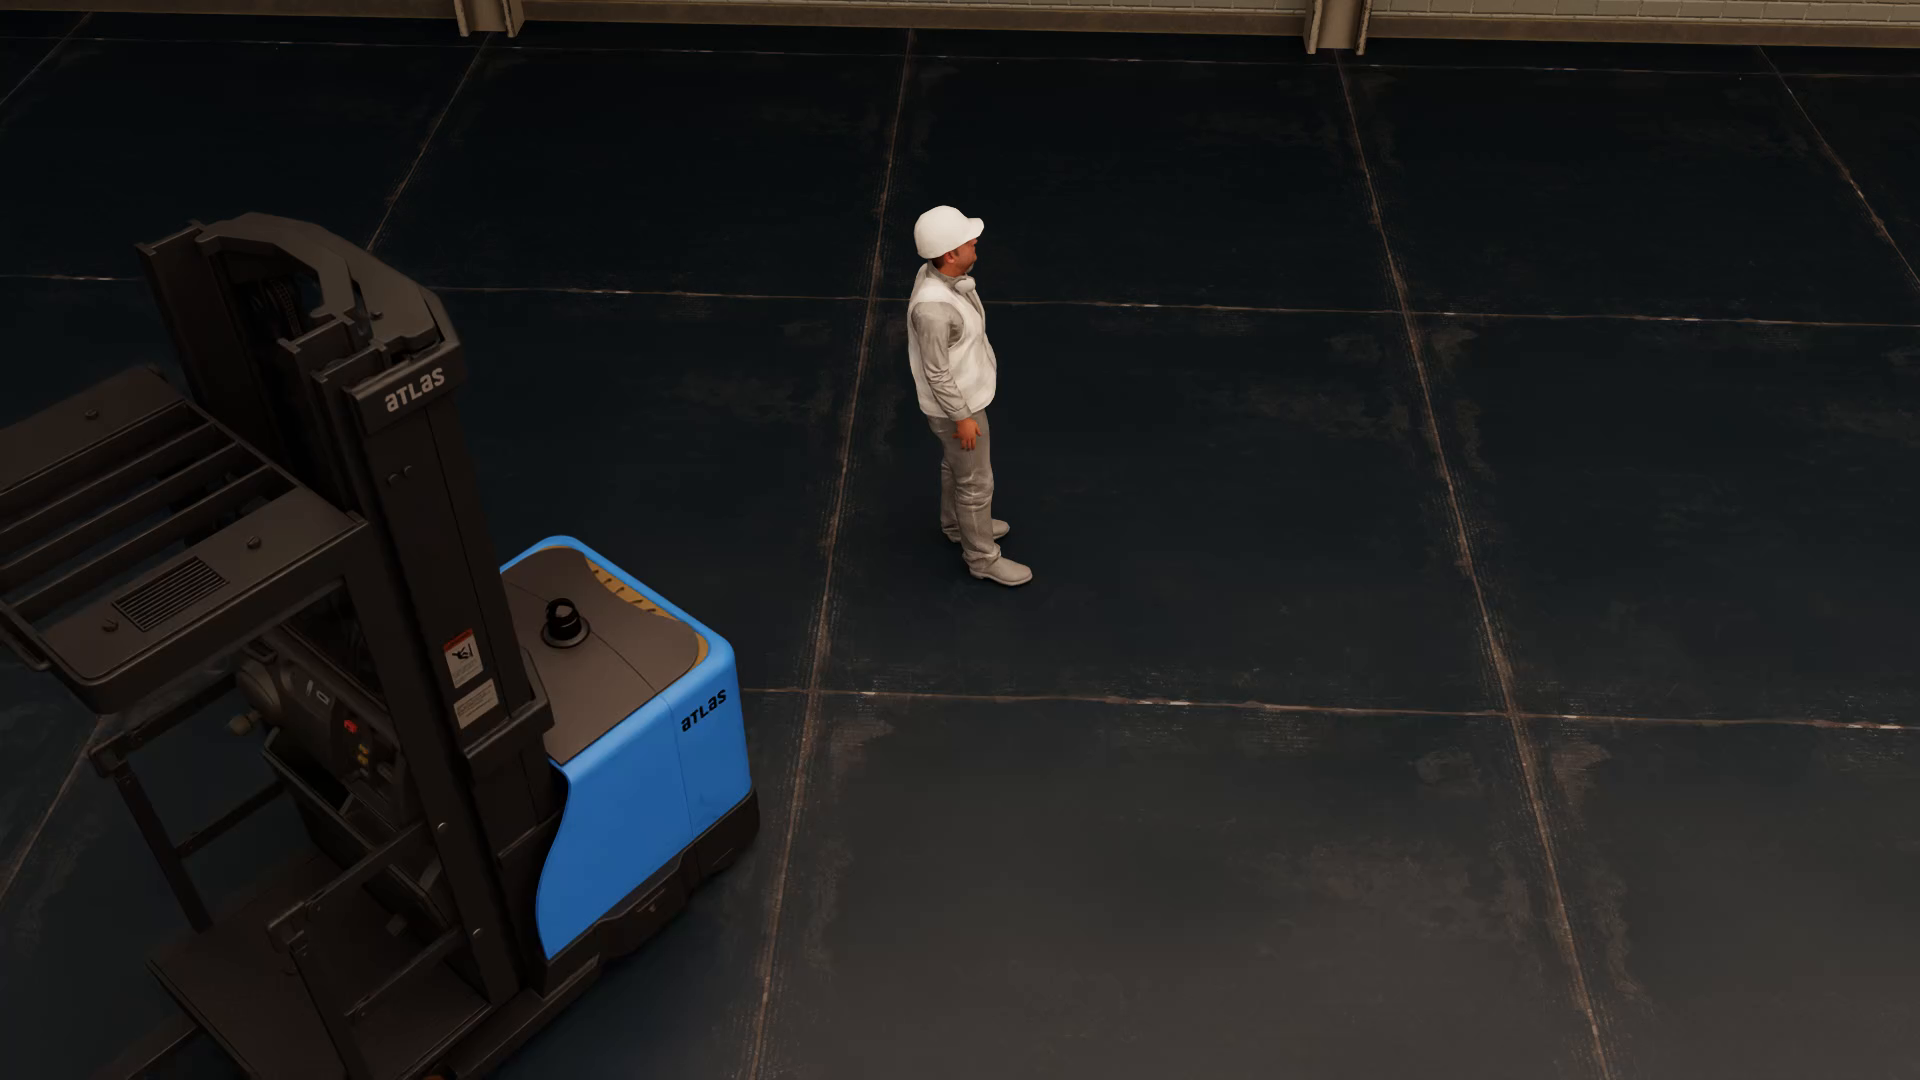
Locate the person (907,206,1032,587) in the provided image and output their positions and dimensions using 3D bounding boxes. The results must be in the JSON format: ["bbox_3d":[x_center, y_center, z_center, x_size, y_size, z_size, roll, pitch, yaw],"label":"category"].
[{"bbox_3d":[0.061,-0.653,7.305,0.568,1.773,0.632,2,42,2],"label":"person"}]

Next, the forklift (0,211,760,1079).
[{"bbox_3d":[-2.130,0.632,5.050,1.130,2.935,3.031,30,50,29],"label":"forklift"}]
